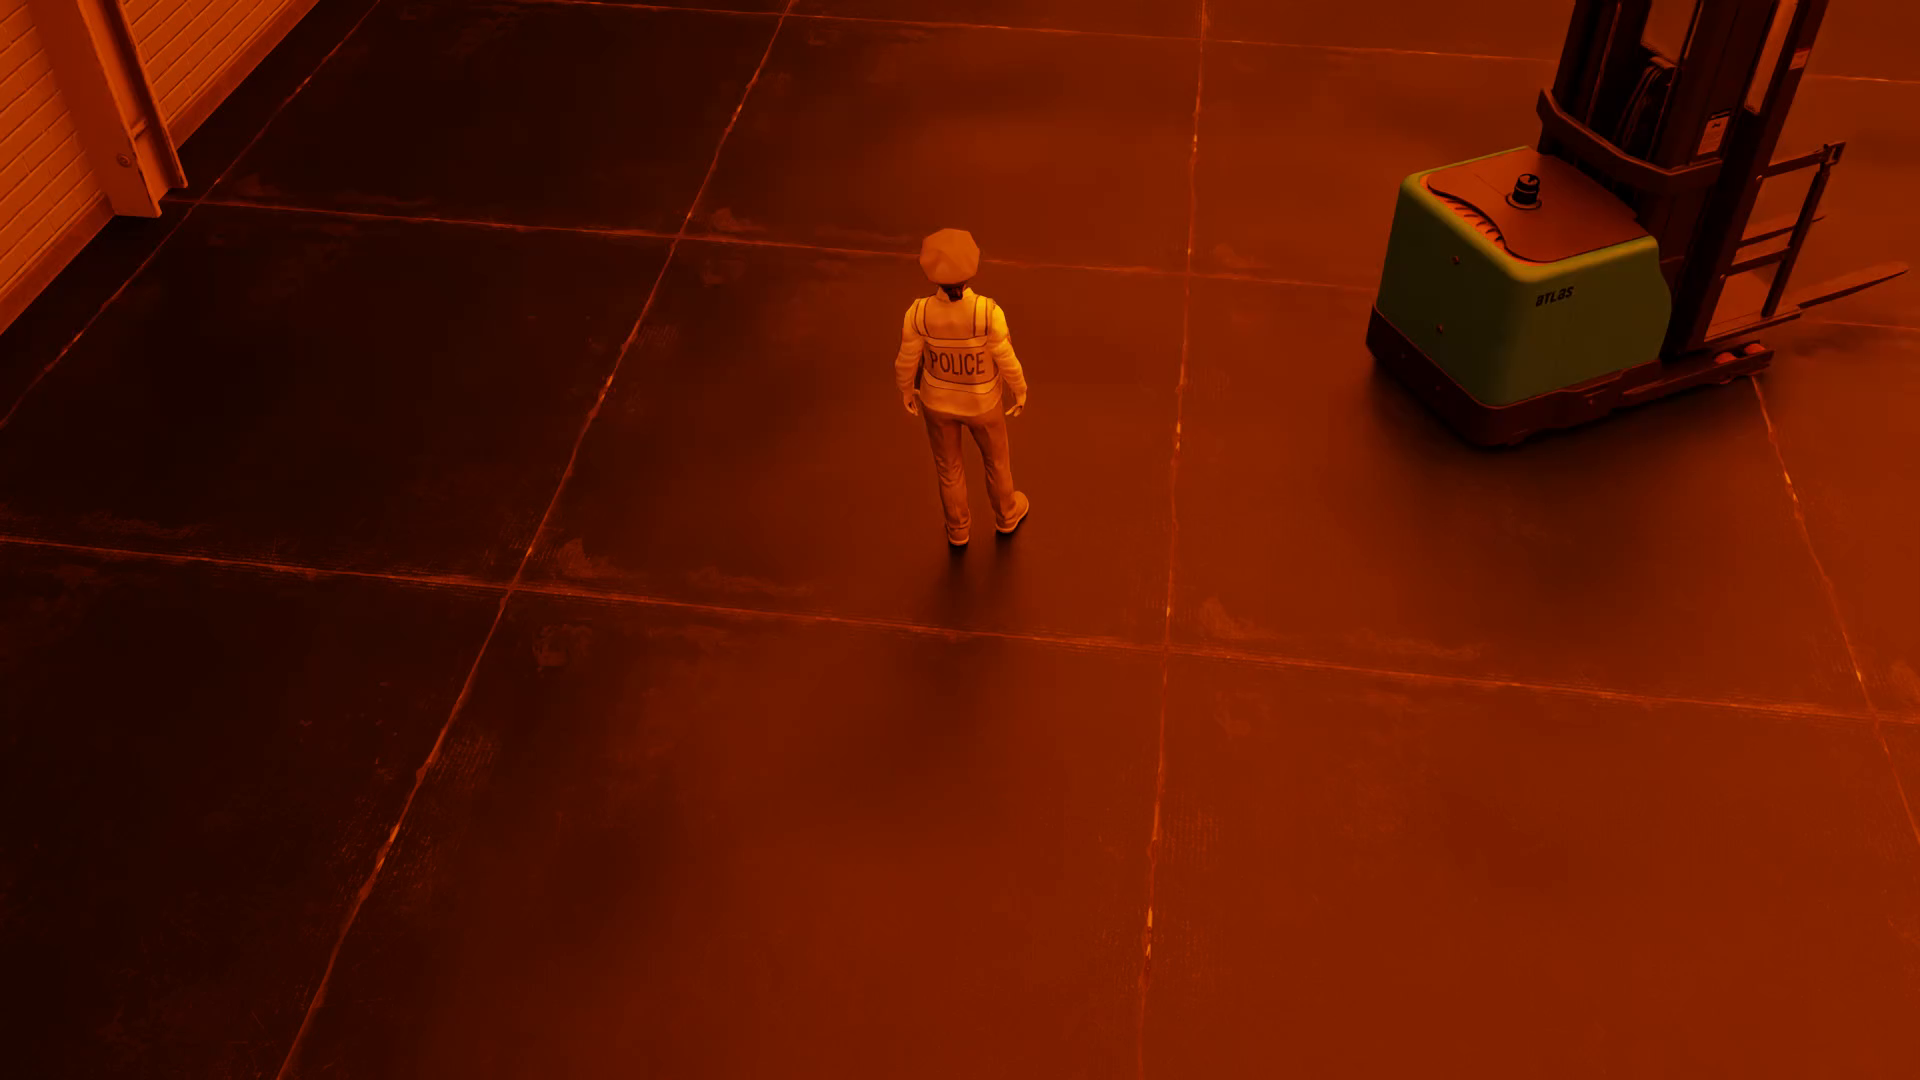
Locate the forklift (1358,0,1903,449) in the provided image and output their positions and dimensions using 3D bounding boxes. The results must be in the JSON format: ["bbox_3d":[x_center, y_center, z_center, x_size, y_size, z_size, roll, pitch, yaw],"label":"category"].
[{"bbox_3d":[3.698,-2.198,8.117,3.031,2.935,1.130,-17,45,-17],"label":"forklift"}]

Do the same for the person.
[{"bbox_3d":[0.016,-0.675,7.362,0.587,1.694,0.530,5,43,6],"label":"person"}]
